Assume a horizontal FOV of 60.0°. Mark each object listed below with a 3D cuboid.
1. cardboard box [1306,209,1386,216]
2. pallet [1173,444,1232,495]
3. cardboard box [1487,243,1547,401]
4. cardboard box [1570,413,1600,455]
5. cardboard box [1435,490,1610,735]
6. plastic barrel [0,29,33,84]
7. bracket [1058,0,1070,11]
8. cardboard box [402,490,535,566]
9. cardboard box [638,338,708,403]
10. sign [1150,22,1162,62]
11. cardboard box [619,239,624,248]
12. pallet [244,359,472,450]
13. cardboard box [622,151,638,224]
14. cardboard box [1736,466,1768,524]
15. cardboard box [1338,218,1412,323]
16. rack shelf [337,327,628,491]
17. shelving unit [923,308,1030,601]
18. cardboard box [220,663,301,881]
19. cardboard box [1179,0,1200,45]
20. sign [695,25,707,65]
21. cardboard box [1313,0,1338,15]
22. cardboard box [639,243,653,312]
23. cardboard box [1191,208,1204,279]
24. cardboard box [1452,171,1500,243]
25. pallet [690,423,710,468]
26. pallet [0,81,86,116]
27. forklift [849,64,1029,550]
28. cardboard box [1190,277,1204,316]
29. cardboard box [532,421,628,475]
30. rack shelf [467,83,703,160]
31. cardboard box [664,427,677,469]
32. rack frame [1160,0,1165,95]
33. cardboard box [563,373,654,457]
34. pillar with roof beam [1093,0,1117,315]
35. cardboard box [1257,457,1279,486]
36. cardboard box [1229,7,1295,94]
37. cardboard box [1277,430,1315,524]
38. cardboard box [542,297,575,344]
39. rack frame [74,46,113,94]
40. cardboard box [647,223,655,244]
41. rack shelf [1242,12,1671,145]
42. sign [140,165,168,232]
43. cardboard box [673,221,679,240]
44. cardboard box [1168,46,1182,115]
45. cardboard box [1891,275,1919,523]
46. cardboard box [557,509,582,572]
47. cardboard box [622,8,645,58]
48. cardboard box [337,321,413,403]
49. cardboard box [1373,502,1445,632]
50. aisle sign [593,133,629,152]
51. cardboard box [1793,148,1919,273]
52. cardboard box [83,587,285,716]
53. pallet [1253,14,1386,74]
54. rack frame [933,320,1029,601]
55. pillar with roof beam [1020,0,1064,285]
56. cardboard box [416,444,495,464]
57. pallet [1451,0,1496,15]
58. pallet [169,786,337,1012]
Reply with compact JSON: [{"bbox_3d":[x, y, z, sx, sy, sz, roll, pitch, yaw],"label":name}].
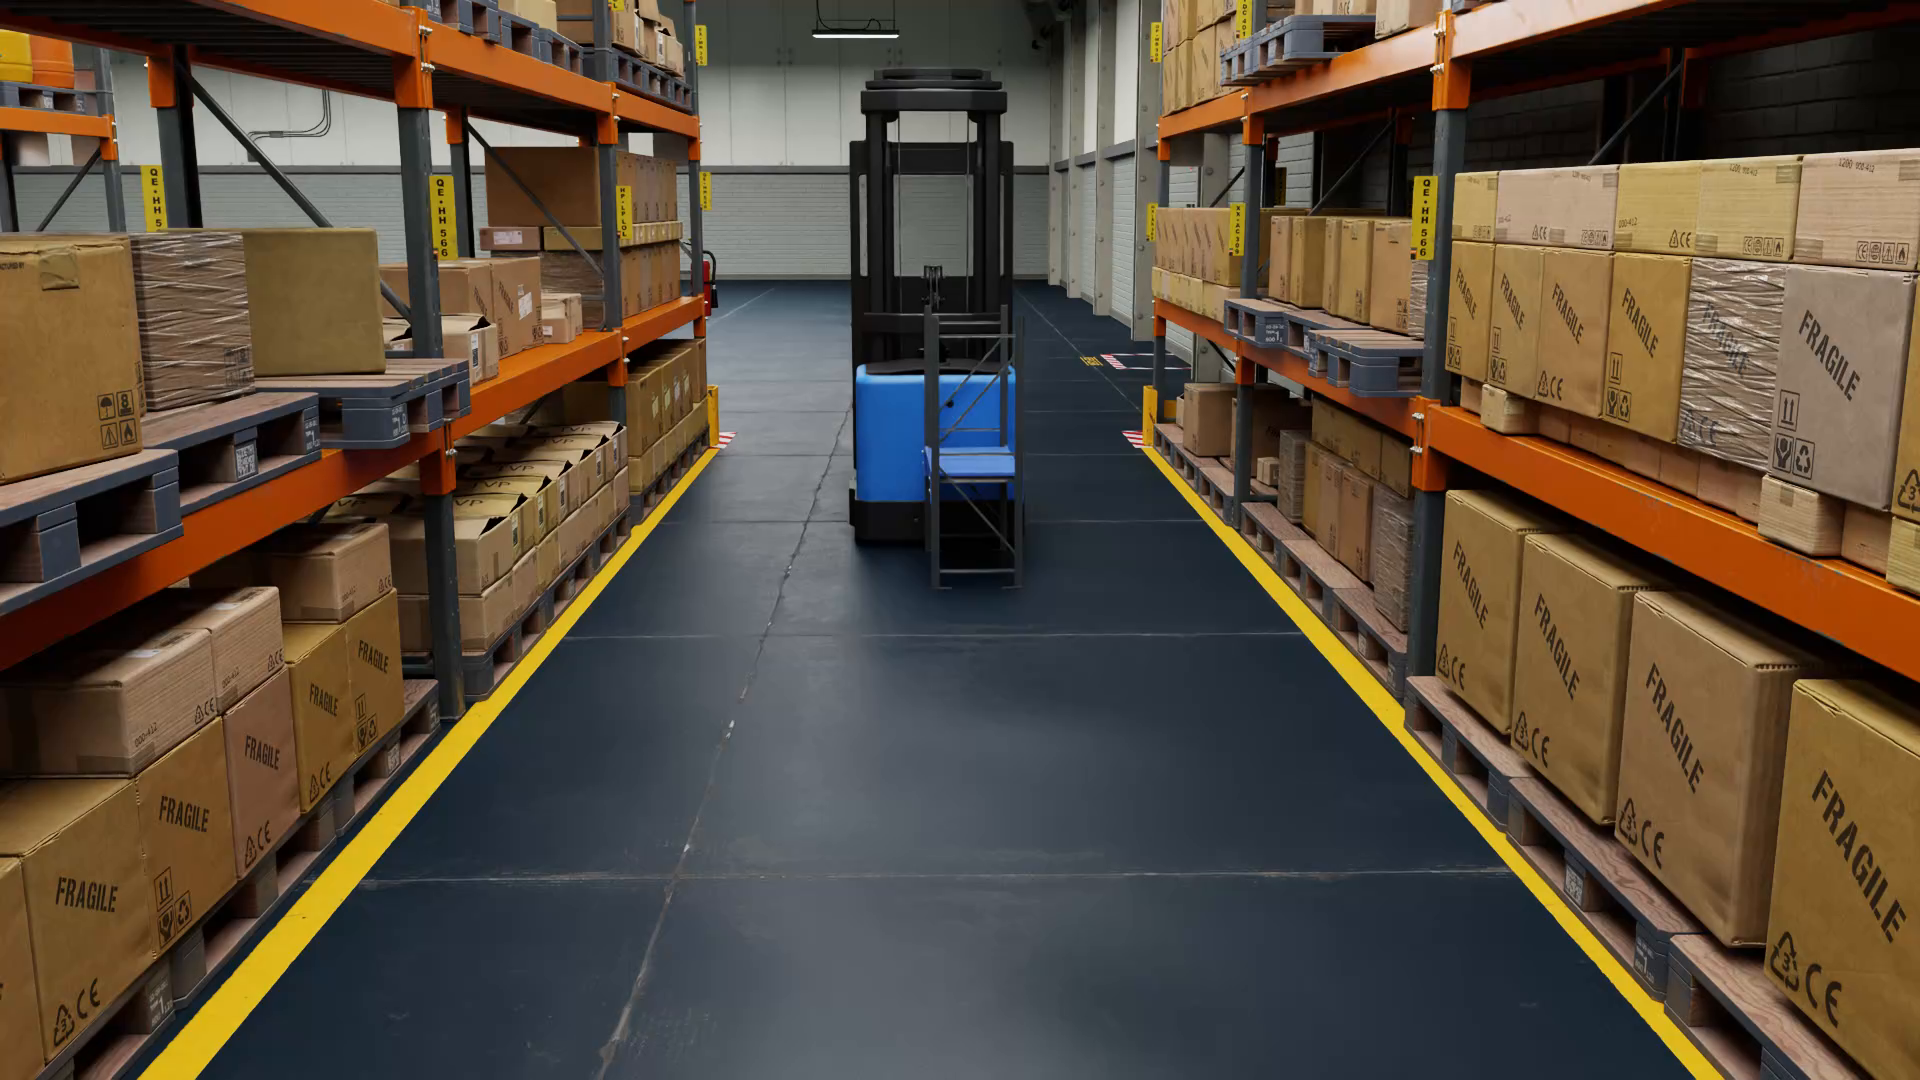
[{"bbox_3d":[2.499,-1.943,11.032,0.500,0.500,0.500,-1,11,-2],"label":"cardboard box"},{"bbox_3d":[2.222,-0.555,12.762,1.003,0.211,1.213,0,11,-1],"label":"pallet"},{"bbox_3d":[2.138,-0.752,5.673,0.500,0.500,0.500,0,11,1],"label":"cardboard box"},{"bbox_3d":[2.218,-0.366,5.398,0.380,0.149,0.250,0,11,0],"label":"cardboard box"},{"bbox_3d":[2.266,0.245,6.158,0.750,0.750,0.750,0,11,-2],"label":"cardboard box"},{"bbox_3d":[-7.537,-3.841,12.874,0.600,0.588,0.600,0,11,0],"label":"plastic barrel"},{"bbox_3d":[2.254,-11.595,36.027,0.235,0.232,0.430,0,11,-1],"label":"bracket"},{"bbox_3d":[-2.307,-0.071,7.815,0.500,0.311,0.500,-1,11,-3],"label":"cardboard box"},{"bbox_3d":[-2.427,-1.439,14.082,0.500,0.500,0.500,0,11,-1],"label":"cardboard box"},{"bbox_3d":[1.675,-4.236,14.152,0.100,0.325,0.005,0,11,-1],"label":"sign"},{"bbox_3d":[-2.477,-2.046,11.216,0.380,0.149,0.250,-1,11,-3],"label":"cardboard box"},{"bbox_3d":[-2.486,-0.500,5.962,1.213,0.211,1.003,0,11,-1],"label":"pallet"},{"bbox_3d":[-2.690,-2.497,11.806,0.700,0.500,0.500,0,11,-1],"label":"cardboard box"},{"bbox_3d":[2.183,-0.110,4.139,0.380,0.149,0.250,0,11,-1],"label":"cardboard box"},{"bbox_3d":[2.315,-1.355,8.336,0.700,0.500,0.500,0,11,-1],"label":"cardboard box"},{"bbox_3d":[-2.611,-0.773,8.637,1.077,0.370,4.000,0,11,-1],"label":"rack shelf"},{"bbox_3d":[0.079,-0.513,9.317,0.538,1.500,1.048,-1,11,-3],"label":"shelving unit"},{"bbox_3d":[-2.289,0.673,4.877,0.500,0.500,0.500,-1,11,-3],"label":"cardboard box"},{"bbox_3d":[1.964,-4.079,12.762,0.500,0.500,0.500,0,11,0],"label":"cardboard box"},{"bbox_3d":[-2.193,-4.183,14.063,0.100,0.325,0.005,0,11,-1],"label":"sign"},{"bbox_3d":[2.244,-2.945,9.157,0.500,0.311,0.500,0,11,1],"label":"cardboard box"},{"bbox_3d":[-2.704,-1.967,12.460,0.700,0.500,0.500,0,11,1],"label":"cardboard box"},{"bbox_3d":[1.965,-2.141,12.007,0.500,0.500,0.500,-1,11,-3],"label":"cardboard box"},{"bbox_3d":[2.135,-1.225,6.115,0.500,0.250,0.500,0,11,0],"label":"cardboard box"},{"bbox_3d":[-2.678,-0.800,13.973,1.003,0.211,1.213,0,11,-1],"label":"pallet"},{"bbox_3d":[-7.769,-3.512,13.255,1.003,0.211,1.213,0,11,-1],"label":"pallet"},{"bbox_3d":[-0.189,-1.621,11.176,1.130,2.935,3.031,-1,11,-3],"label":"forklift"},{"bbox_3d":[1.959,-1.773,12.081,0.500,0.250,0.500,0,11,-1],"label":"cardboard box"},{"bbox_3d":[-2.358,-0.577,10.310,0.500,0.311,0.500,0,11,-1],"label":"cardboard box"},{"bbox_3d":[-2.694,-3.039,12.258,1.077,0.370,4.000,0,11,-1],"label":"rack shelf"},{"bbox_3d":[-2.370,-0.674,12.197,0.500,0.250,0.500,0,11,-1],"label":"cardboard box"},{"bbox_3d":[2.217,-5.280,13.952,1.000,3.000,0.127,0,11,-1],"label":"rack frame"},{"bbox_3d":[-2.349,-0.843,11.143,0.500,0.500,0.500,0,11,-1],"label":"cardboard box"},{"bbox_3d":[-1.580,-8.705,30.833,9.100,9.000,0.400,0,11,-1],"label":"pillar with roof beam"},{"bbox_3d":[2.259,-0.478,11.390,0.380,0.166,0.250,-2,12,-9],"label":"cardboard box"},{"bbox_3d":[2.042,-3.173,10.811,0.500,0.500,0.500,0,11,0],"label":"cardboard box"},{"bbox_3d":[2.332,-0.389,10.113,0.700,0.500,0.500,0,11,1],"label":"cardboard box"},{"bbox_3d":[-2.451,-1.284,9.680,0.396,0.266,0.258,-1,11,-3],"label":"cardboard box"},{"bbox_3d":[-7.688,-5.239,13.751,1.000,3.000,0.127,0,11,-1],"label":"rack frame"},{"bbox_3d":[-2.503,-2.302,12.479,0.380,0.149,0.250,0,11,-2],"label":"cardboard box"},{"bbox_3d":[2.341,-2.265,8.442,1.077,0.370,4.000,0,11,-1],"label":"rack shelf"},{"bbox_3d":[-3.125,-1.293,6.476,0.100,0.325,0.005,0,11,-1],"label":"sign"},{"bbox_3d":[-2.530,-2.558,13.743,0.380,0.149,0.250,0,11,0],"label":"cardboard box"},{"bbox_3d":[1.949,-3.694,13.378,0.500,0.500,0.500,1,11,3],"label":"cardboard box"},{"bbox_3d":[2.204,-0.250,3.196,0.500,0.500,0.500,0,11,-2],"label":"cardboard box"},{"bbox_3d":[-2.326,0.003,8.860,0.500,0.250,0.500,0,11,0],"label":"cardboard box"},{"bbox_3d":[-2.411,-3.433,11.208,0.500,0.311,0.500,-1,12,-4],"label":"cardboard box"},{"bbox_3d":[-2.534,-0.757,6.972,0.500,0.311,0.500,0,11,2],"label":"cardboard box"},{"bbox_3d":[2.315,0.117,7.619,0.700,0.500,0.500,0,11,0],"label":"cardboard box"},{"bbox_3d":[-3.043,-3.605,14.244,0.394,0.787,0.004,0,11,-1],"label":"aisle sign"},{"bbox_3d":[2.199,-0.720,3.628,0.500,0.250,0.500,0,11,0],"label":"cardboard box"},{"bbox_3d":[-2.285,0.313,4.767,0.500,0.250,0.500,0,11,-2],"label":"cardboard box"},{"bbox_3d":[2.231,-2.593,8.726,1.213,0.211,1.003,0,11,-1],"label":"pallet"},{"bbox_3d":[0.108,-0.412,8.820,0.500,1.500,0.032,-1,11,-3],"label":"rack frame"},{"bbox_3d":[-1.828,-11.090,42.591,9.100,9.000,0.548,0,11,-1],"label":"pillar with roof beam"},{"bbox_3d":[-2.876,-0.371,9.293,0.500,0.311,0.500,-1,11,-3],"label":"cardboard box"},{"bbox_3d":[2.449,-1.999,5.800,1.213,0.211,1.003,0,11,1],"label":"pallet"},{"bbox_3d":[-2.570,1.029,4.958,1.003,0.211,1.213,0,11,-1],"label":"pallet"}]
